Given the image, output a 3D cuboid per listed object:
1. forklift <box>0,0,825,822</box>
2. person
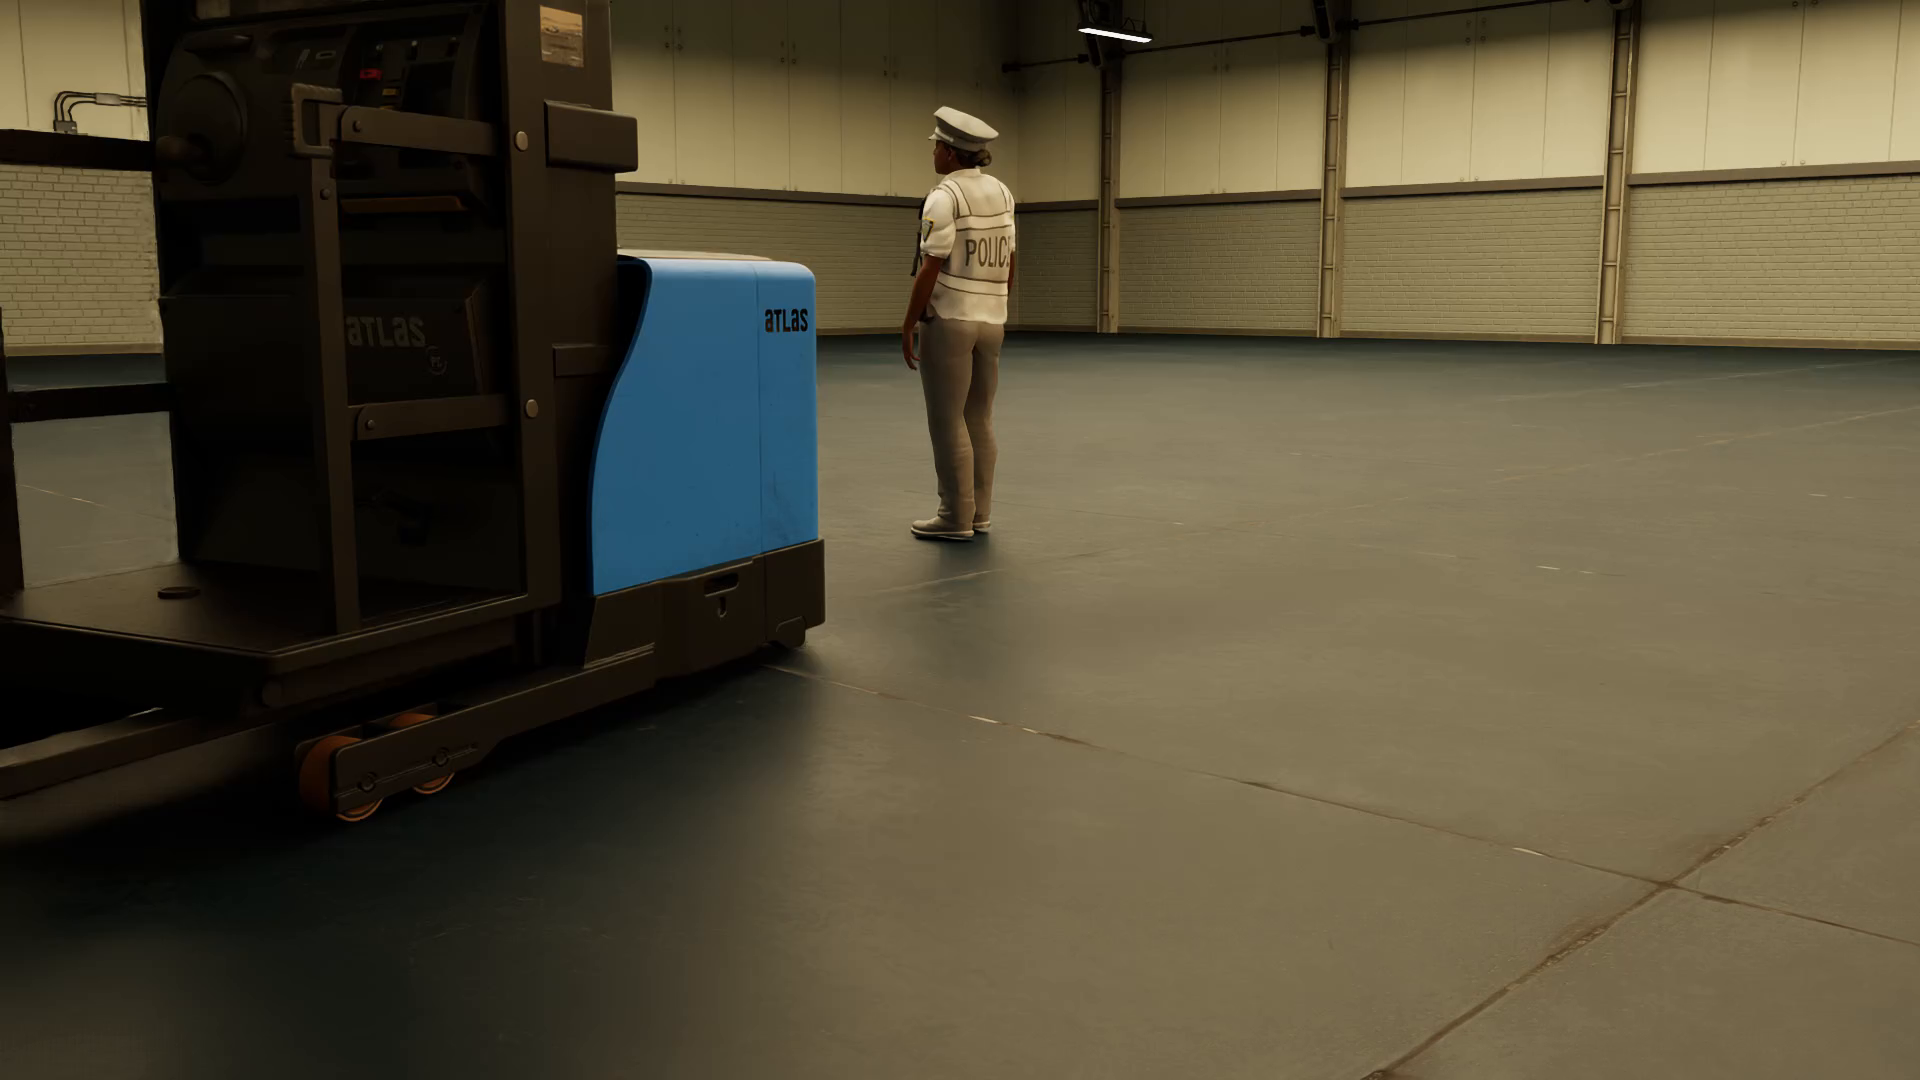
[{"bbox_3d":[-1.492,-0.987,3.431,1.130,2.935,3.031,4,10,26],"label":"forklift"},{"bbox_3d":[-0.040,-0.855,6.656,0.528,1.695,0.569,8,12,43],"label":"person"}]
